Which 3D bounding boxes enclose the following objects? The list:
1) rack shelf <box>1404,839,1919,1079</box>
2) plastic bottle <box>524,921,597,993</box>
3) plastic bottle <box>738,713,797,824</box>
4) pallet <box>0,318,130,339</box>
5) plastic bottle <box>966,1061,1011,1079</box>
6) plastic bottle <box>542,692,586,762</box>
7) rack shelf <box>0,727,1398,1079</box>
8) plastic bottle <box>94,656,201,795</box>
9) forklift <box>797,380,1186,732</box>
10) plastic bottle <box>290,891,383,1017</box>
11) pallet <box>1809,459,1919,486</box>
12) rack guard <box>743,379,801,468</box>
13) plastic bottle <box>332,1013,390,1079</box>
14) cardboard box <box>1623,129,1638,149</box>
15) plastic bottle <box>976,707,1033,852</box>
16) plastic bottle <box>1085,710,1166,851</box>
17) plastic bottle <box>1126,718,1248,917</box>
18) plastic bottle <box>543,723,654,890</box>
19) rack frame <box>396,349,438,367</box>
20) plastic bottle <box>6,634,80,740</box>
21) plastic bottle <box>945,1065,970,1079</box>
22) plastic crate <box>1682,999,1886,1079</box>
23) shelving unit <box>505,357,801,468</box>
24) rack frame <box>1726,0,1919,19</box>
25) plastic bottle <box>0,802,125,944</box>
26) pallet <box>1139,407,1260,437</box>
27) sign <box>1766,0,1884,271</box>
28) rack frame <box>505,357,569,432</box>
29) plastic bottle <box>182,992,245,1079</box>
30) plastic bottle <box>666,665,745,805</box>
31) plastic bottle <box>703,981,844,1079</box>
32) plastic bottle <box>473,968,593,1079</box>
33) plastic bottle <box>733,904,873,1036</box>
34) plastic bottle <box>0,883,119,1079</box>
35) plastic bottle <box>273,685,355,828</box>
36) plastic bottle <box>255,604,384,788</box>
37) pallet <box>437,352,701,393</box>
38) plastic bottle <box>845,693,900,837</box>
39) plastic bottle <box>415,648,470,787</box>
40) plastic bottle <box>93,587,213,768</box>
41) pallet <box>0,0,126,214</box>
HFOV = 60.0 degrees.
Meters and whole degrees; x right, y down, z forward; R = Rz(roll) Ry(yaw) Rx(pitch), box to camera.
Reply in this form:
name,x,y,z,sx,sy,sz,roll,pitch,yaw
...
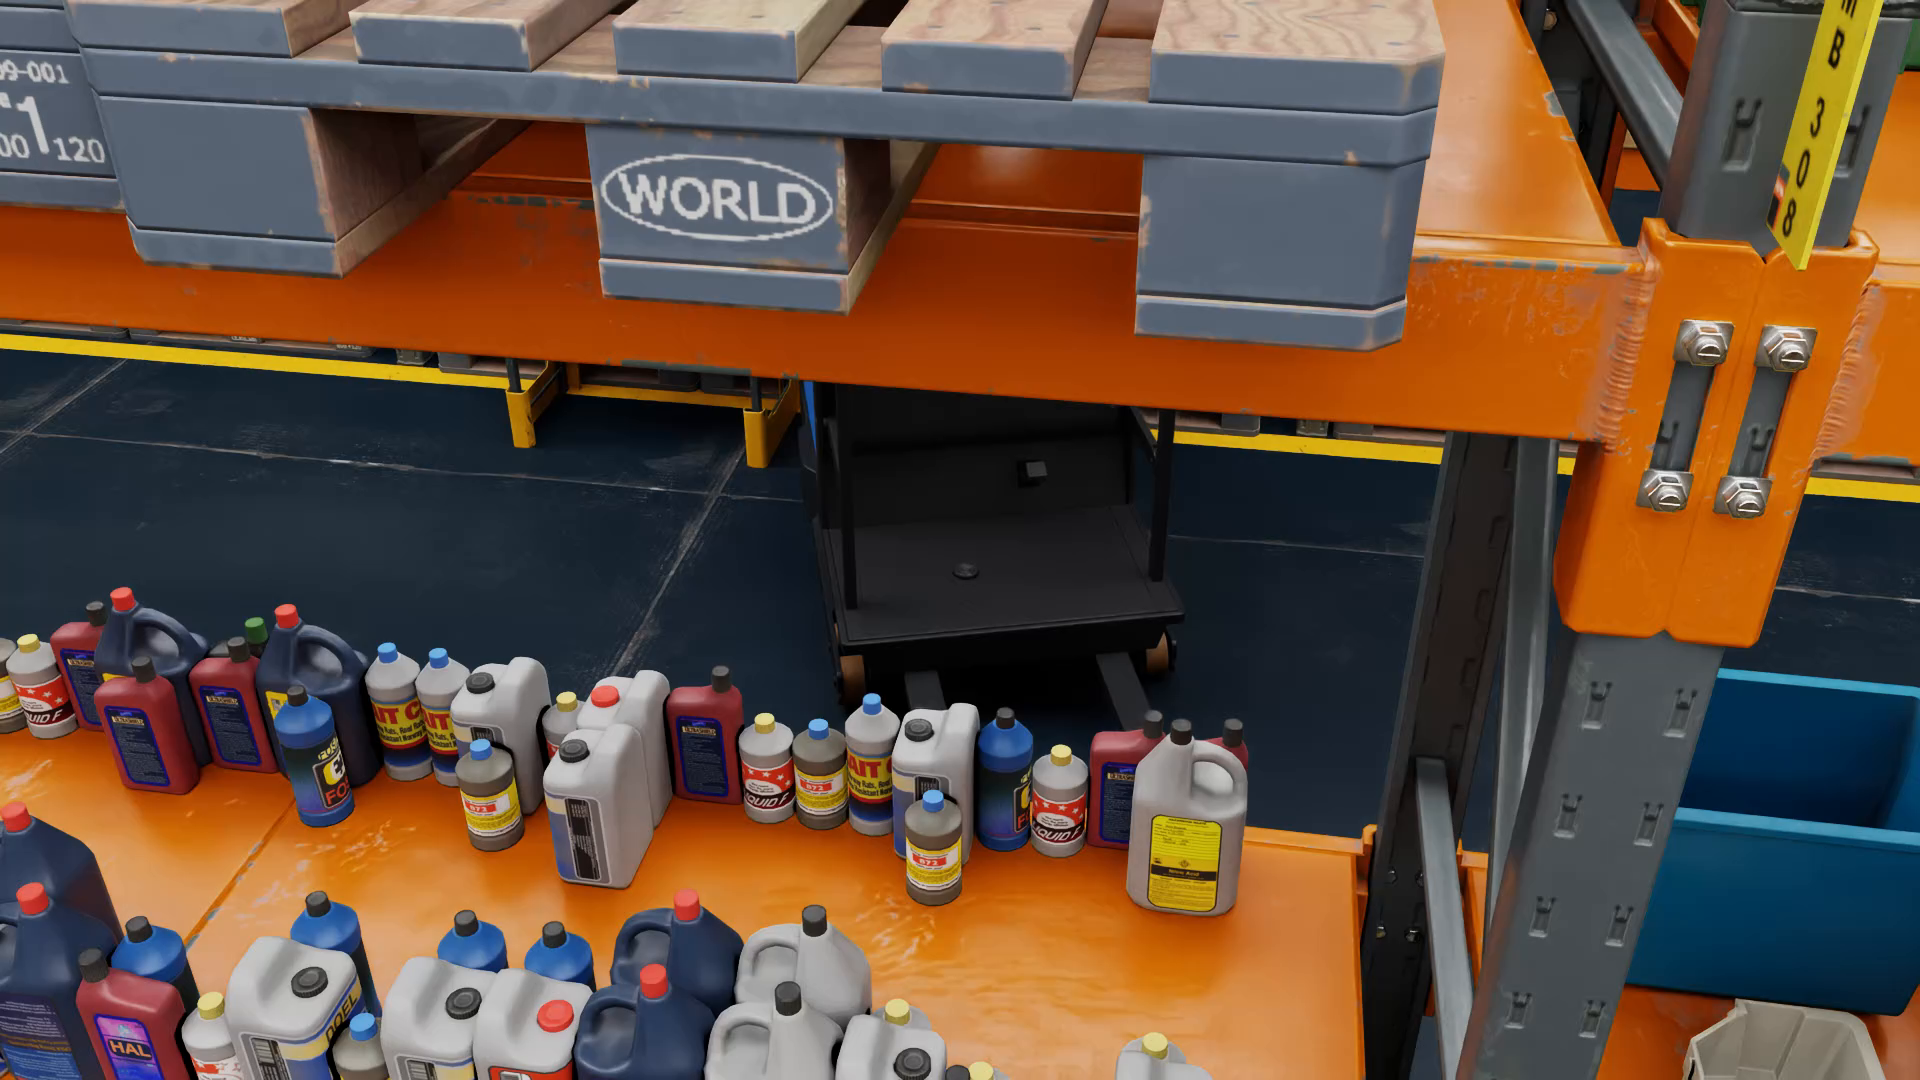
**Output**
name,x,y,z,sx,sy,sz,roll,pitch,yaw
rack shelf,2.683,1.114,2.321,4.000,0.370,1.077,5,32,8
plastic bottle,-0.586,0.674,2.467,0.097,0.271,0.097,0,32,0
plastic bottle,-0.343,0.399,2.972,0.097,0.201,0.097,0,32,0
pallet,-4.399,-1.339,8.190,1.213,0.211,1.003,5,32,8
plastic bottle,0.028,0.809,2.318,0.097,0.201,0.097,0,32,0
plastic bottle,-0.703,0.367,3.024,0.097,0.201,0.097,0,32,0
rack shelf,-1.260,0.757,2.892,4.000,0.370,1.077,5,32,8
plastic bottle,-1.477,0.330,3.006,0.133,0.283,0.061,5,32,8
forklift,0.100,-0.913,4.946,1.130,2.935,3.031,-5,32,-8
plastic bottle,-0.948,0.642,2.519,0.097,0.271,0.097,0,32,0
pallet,3.431,-0.608,7.023,1.213,0.211,1.003,5,32,8
rack guard,-0.774,-0.551,6.895,0.087,0.250,0.587,5,32,8
plastic bottle,-0.840,0.763,2.391,0.097,0.201,0.097,0,32,0
cardboard box,2.510,-1.770,6.157,0.500,0.500,0.500,6,32,9
plastic bottle,0.077,0.408,2.892,0.097,0.271,0.097,0,32,0
plastic bottle,0.290,0.412,2.874,0.133,0.283,0.061,5,32,8
plastic bottle,0.379,0.447,2.755,0.185,0.351,0.144,5,32,8
plastic bottle,-0.619,0.439,2.838,0.135,0.276,0.152,5,32,8
rack frame,-2.395,-2.317,7.124,0.127,3.000,1.000,5,32,8
plastic bottle,-1.751,0.272,3.176,0.097,0.201,0.097,0,32,0
plastic bottle,0.033,0.817,2.227,0.133,0.283,0.061,5,32,8
plastic crate,1.146,0.833,2.284,0.243,0.136,0.396,5,32,8
shelving unit,-1.266,-1.125,6.634,1.083,1.500,0.587,5,32,8
rack frame,0.711,-1.912,0.824,0.127,3.000,1.000,5,32,8
plastic bottle,-1.443,0.551,2.590,0.185,0.351,0.144,5,32,8
pallet,0.740,-0.831,7.378,1.213,0.211,1.003,5,32,8
sign,0.617,-0.357,1.158,0.005,0.325,0.100,5,32,8
rack frame,-1.776,-1.171,6.707,0.032,1.500,0.500,5,32,8
plastic bottle,-1.069,0.742,2.424,0.097,0.201,0.097,0,32,0
plastic bottle,-0.454,0.345,2.982,0.133,0.283,0.061,5,32,8
plastic bottle,-0.250,0.741,2.286,0.185,0.351,0.144,5,32,8
plastic bottle,-0.589,0.739,2.359,0.135,0.276,0.152,5,32,8
plastic bottle,-0.226,0.665,2.407,0.185,0.351,0.144,5,32,8
plastic bottle,-1.336,0.642,2.443,0.185,0.351,0.144,5,32,8
plastic bottle,-1.148,0.375,2.946,0.097,0.271,0.097,0,32,0
plastic bottle,-1.171,0.274,3.032,0.185,0.351,0.144,5,32,8
pallet,-1.665,-1.048,7.726,1.213,0.211,1.003,5,32,8
plastic bottle,-0.151,0.387,2.926,0.097,0.271,0.097,0,32,0
plastic bottle,-0.932,0.316,3.038,0.097,0.271,0.097,0,32,0
plastic bottle,-1.485,0.245,3.077,0.185,0.351,0.144,5,32,8
pallet,-1.196,-0.679,1.859,1.213,0.211,1.003,5,32,8
